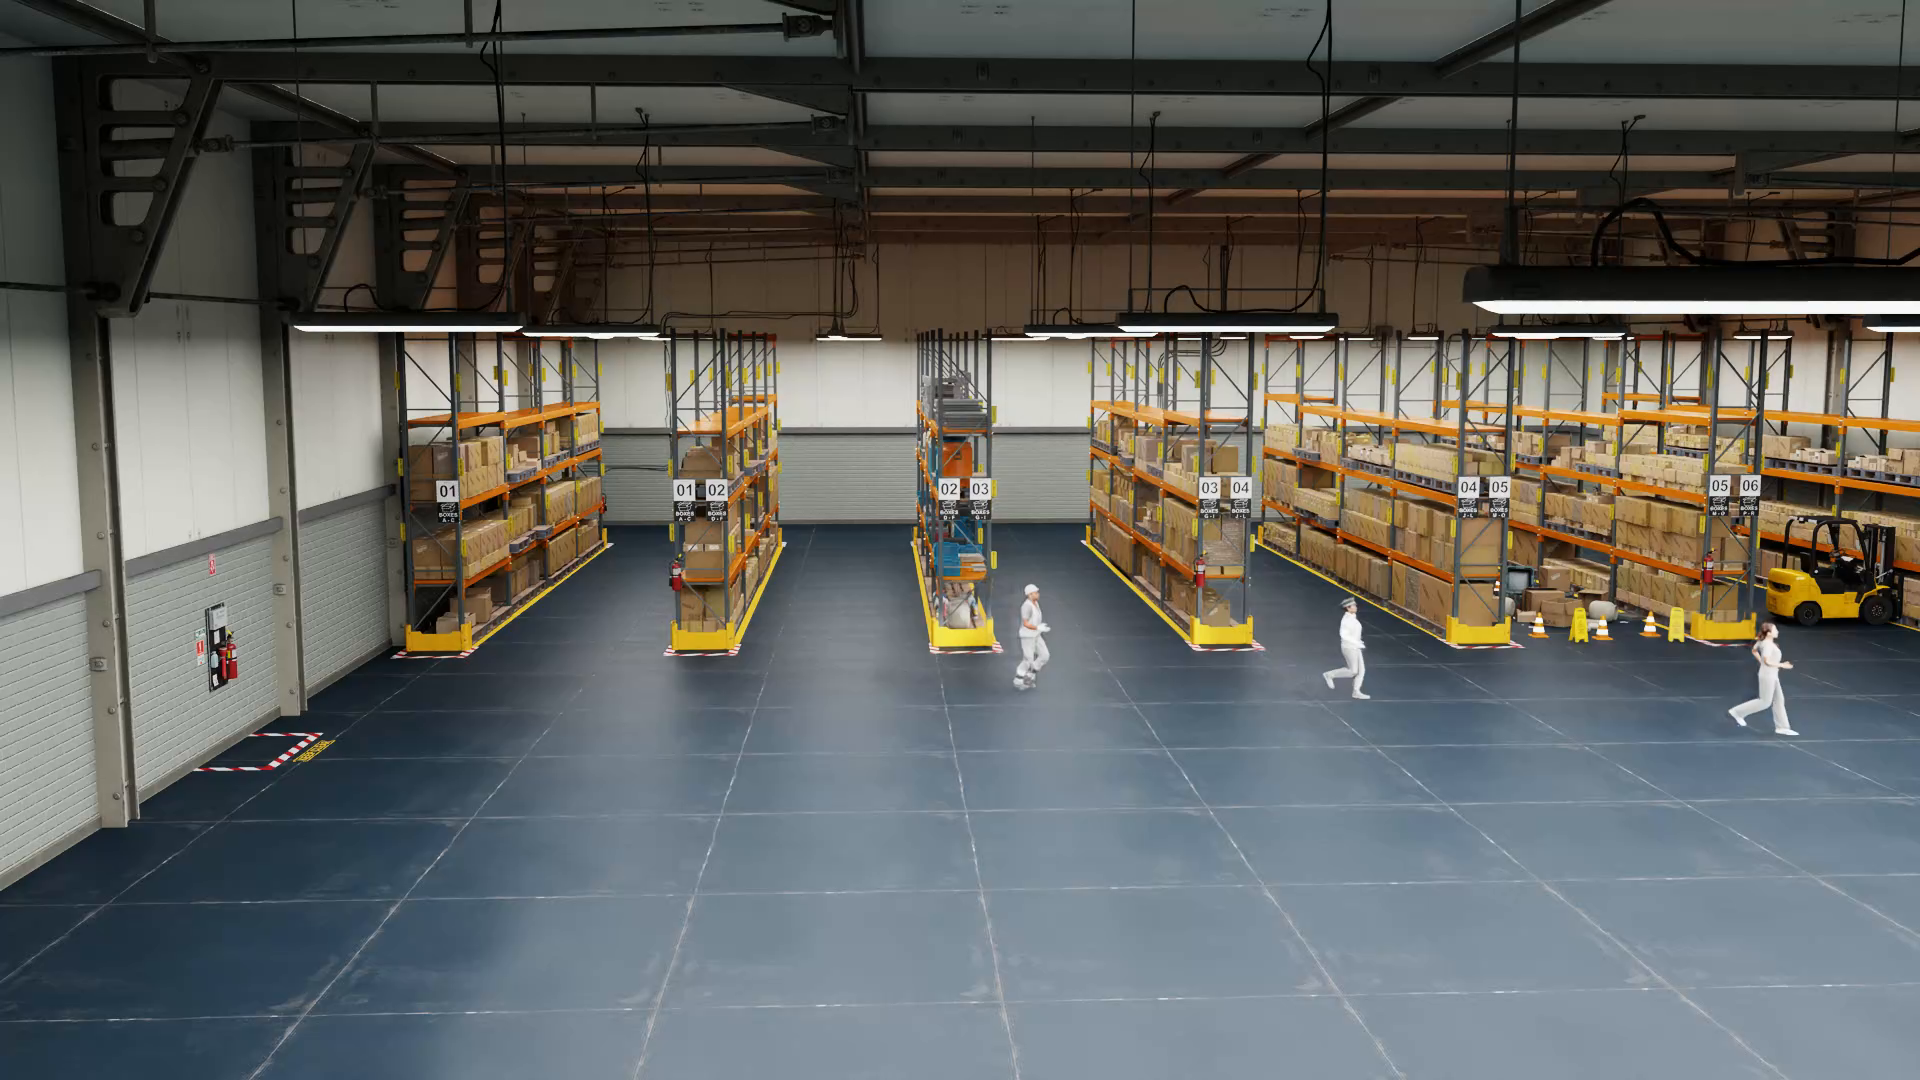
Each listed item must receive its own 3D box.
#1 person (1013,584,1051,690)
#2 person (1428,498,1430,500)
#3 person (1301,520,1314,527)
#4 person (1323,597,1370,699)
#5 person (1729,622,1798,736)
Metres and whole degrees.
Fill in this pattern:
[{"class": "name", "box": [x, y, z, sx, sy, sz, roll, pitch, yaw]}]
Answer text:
[{"class": "person", "box": [1.219, 1.616, 27.475, 0.676, 1.785, 0.686, 3, 7, 25]}, {"class": "person", "box": [14.146, -1.007, 49.557, 1.039, 1.714, 0.762, 5, 8, 35]}, {"class": "person", "box": [10.175, -0.851, 48.761, 0.728, 1.686, 0.573, -4, 8, -30]}, {"class": "person", "box": [6.282, 1.735, 26.901, 0.742, 1.661, 0.617, 3, 7, 22]}, {"class": "person", "box": [11.810, 2.025, 24.361, 0.934, 1.664, 0.568, 3, 7, 24]}]
